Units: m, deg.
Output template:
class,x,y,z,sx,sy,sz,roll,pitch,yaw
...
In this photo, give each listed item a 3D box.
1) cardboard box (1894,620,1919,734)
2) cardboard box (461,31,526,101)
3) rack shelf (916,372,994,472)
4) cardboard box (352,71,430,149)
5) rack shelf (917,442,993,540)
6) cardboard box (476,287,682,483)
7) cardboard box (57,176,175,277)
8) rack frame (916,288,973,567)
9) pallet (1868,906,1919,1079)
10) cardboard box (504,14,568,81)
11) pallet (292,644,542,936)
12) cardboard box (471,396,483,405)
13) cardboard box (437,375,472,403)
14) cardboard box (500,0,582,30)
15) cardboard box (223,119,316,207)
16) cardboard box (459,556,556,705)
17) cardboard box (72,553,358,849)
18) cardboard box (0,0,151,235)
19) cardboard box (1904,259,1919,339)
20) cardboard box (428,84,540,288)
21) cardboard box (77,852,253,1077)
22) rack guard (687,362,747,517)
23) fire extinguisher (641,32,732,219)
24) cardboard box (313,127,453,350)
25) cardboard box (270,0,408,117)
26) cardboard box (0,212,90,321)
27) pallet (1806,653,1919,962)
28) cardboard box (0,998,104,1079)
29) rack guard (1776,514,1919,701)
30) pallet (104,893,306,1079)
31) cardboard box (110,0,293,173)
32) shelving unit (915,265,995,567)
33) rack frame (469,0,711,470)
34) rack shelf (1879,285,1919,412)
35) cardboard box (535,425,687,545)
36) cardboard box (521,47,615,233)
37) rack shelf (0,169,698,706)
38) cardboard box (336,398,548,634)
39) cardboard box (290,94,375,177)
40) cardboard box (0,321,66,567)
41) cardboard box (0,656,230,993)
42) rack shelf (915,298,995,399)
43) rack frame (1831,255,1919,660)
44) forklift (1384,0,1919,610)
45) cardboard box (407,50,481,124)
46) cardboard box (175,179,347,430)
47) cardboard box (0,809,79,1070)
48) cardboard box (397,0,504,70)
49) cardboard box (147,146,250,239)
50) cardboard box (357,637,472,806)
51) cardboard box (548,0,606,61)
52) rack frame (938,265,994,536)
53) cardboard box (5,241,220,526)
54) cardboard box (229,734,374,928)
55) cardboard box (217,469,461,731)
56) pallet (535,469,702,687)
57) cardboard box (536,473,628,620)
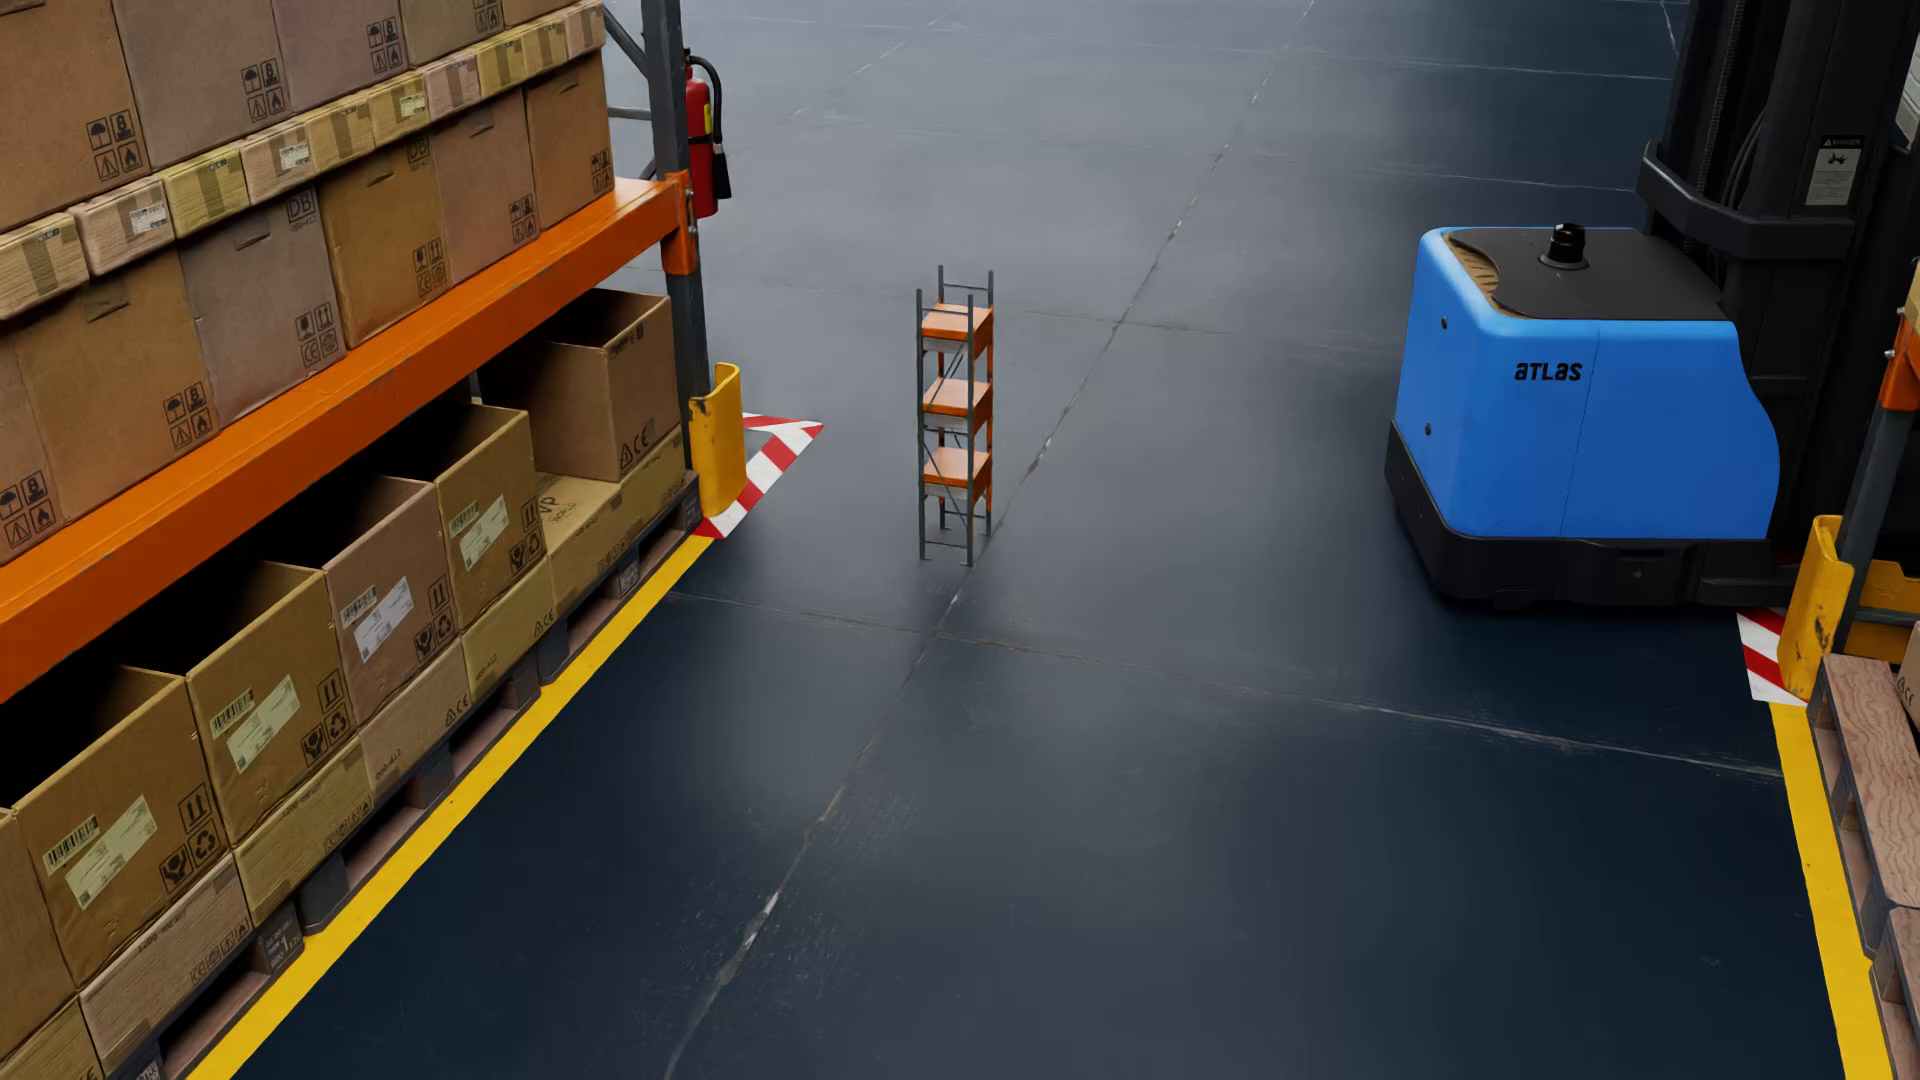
class,x,y,z,sx,sy,sz,roll,pitch,yaw
cardboard box,2.998,0.455,4.660,0.500,0.311,0.500,5,30,9
cardboard box,-1.530,-1.423,4.953,0.380,0.149,0.250,8,30,14
rack shelf,-0.016,-0.425,5.955,0.215,0.259,0.240,8,30,15
cardboard box,-1.683,-1.185,4.524,0.380,0.149,0.250,9,30,16
rack shelf,-0.016,-0.182,6.090,0.215,0.259,0.240,8,30,15
cardboard box,-1.323,-0.560,5.796,0.500,0.500,0.500,8,30,15
cardboard box,-1.985,-0.707,3.665,0.380,0.149,0.250,8,30,13
rack frame,-0.052,-0.377,5.848,0.200,1.050,0.008,8,30,15
pallet,2.632,1.355,3.597,1.003,0.211,1.213,8,30,15
cardboard box,-1.455,-1.542,5.167,0.380,0.149,0.250,9,30,16
pallet,-1.994,0.603,4.948,1.003,0.211,1.213,8,30,15
cardboard box,-1.820,-0.306,6.111,0.500,0.250,0.500,8,30,15
cardboard box,-1.965,-0.401,5.511,0.500,0.500,0.500,8,30,15
cardboard box,-1.614,-1.913,5.165,0.700,0.500,0.500,9,30,15
cardboard box,-1.833,-0.943,4.089,0.380,0.149,0.250,8,30,14
cardboard box,-1.605,0.234,5.140,0.500,0.250,0.500,8,30,15
cardboard box,-1.895,0.372,4.121,0.500,0.500,0.500,8,30,15
cardboard box,-2.205,-0.968,3.468,0.700,0.500,0.500,8,30,15
cardboard box,2.840,-0.598,4.374,0.500,0.250,0.500,8,30,13
cardboard box,-1.748,-1.126,5.085,0.700,0.500,0.500,9,30,16
cardboard box,-2.046,0.931,3.887,0.500,0.250,0.500,8,30,15
rack guard,-1.443,-0.461,6.564,1.175,0.500,0.348,8,30,15
fire extinguisher,-0.971,-1.497,5.934,0.296,0.674,0.183,8,30,15
cardboard box,-1.900,-0.896,4.672,0.700,0.500,0.500,9,30,15
cardboard box,-1.911,-1.433,4.303,0.700,0.500,0.500,9,30,15
cardboard box,-2.061,-0.582,3.441,0.380,0.149,0.250,7,30,13
pallet,2.992,0.790,4.613,1.003,0.211,1.213,8,30,15
cardboard box,-2.198,1.163,3.470,0.500,0.250,0.500,8,30,15
rack guard,3.265,0.291,5.213,1.175,0.500,0.348,8,30,15
pallet,-2.350,1.172,3.926,1.003,0.211,1.213,8,30,15
cardboard box,-2.058,-1.200,3.885,0.700,0.500,0.500,9,30,15
shelving unit,-0.016,-0.434,5.950,0.215,1.050,0.252,8,30,15
rack frame,-1.450,-1.542,5.936,1.000,3.000,0.127,8,30,15
rack shelf,2.700,0.407,3.172,1.077,0.370,4.000,8,30,15
cardboard box,-1.325,-0.232,5.978,0.500,0.250,0.500,8,30,15
cardboard box,-1.599,-1.370,5.525,0.700,0.500,0.500,9,30,15
rack shelf,-2.037,-0.298,4.440,1.077,0.370,4.000,8,30,15
cardboard box,-1.602,-0.093,4.956,0.500,0.500,0.500,8,30,15
cardboard box,-1.758,-1.062,4.304,0.380,0.149,0.250,9,30,16
cardboard box,-2.351,-0.180,3.385,0.700,0.500,0.500,8,30,14
cardboard box,-2.049,0.603,3.705,0.500,0.500,0.500,8,30,15
rack shelf,-0.016,-0.673,5.817,0.215,0.259,0.240,8,30,15
rack frame,3.287,-0.837,4.668,1.000,3.000,0.127,8,30,15
forklift,3.180,-1.255,5.492,3.031,2.935,1.130,0,29,1
cardboard box,-1.606,-1.307,4.744,0.380,0.149,0.250,9,30,16
cardboard box,-2.051,-0.650,4.231,0.700,0.500,0.500,9,30,16
cardboard box,-2.188,0.837,3.285,0.500,0.500,0.500,8,30,15
cardboard box,-1.764,-1.667,4.725,0.700,0.500,0.500,8,30,14
cardboard box,-1.908,-0.828,3.882,0.380,0.149,0.250,8,30,14
cardboard box,-1.753,0.467,4.722,0.500,0.250,0.500,8,30,15
cardboard box,-1.380,-1.664,5.386,0.380,0.149,0.250,8,30,14
rack frame,0.020,-0.491,6.052,0.200,1.050,0.008,8,30,15
cardboard box,-2.200,-0.412,3.803,0.700,0.500,0.500,9,30,16
cardboard box,-1.894,0.700,4.303,0.500,0.250,0.500,8,30,15
cardboard box,-1.750,0.139,4.539,0.500,0.500,0.500,8,30,15
pallet,-1.634,0.038,5.964,1.003,0.211,1.213,8,30,15
cardboard box,-1.460,0.002,5.558,0.500,0.250,0.500,8,30,15
